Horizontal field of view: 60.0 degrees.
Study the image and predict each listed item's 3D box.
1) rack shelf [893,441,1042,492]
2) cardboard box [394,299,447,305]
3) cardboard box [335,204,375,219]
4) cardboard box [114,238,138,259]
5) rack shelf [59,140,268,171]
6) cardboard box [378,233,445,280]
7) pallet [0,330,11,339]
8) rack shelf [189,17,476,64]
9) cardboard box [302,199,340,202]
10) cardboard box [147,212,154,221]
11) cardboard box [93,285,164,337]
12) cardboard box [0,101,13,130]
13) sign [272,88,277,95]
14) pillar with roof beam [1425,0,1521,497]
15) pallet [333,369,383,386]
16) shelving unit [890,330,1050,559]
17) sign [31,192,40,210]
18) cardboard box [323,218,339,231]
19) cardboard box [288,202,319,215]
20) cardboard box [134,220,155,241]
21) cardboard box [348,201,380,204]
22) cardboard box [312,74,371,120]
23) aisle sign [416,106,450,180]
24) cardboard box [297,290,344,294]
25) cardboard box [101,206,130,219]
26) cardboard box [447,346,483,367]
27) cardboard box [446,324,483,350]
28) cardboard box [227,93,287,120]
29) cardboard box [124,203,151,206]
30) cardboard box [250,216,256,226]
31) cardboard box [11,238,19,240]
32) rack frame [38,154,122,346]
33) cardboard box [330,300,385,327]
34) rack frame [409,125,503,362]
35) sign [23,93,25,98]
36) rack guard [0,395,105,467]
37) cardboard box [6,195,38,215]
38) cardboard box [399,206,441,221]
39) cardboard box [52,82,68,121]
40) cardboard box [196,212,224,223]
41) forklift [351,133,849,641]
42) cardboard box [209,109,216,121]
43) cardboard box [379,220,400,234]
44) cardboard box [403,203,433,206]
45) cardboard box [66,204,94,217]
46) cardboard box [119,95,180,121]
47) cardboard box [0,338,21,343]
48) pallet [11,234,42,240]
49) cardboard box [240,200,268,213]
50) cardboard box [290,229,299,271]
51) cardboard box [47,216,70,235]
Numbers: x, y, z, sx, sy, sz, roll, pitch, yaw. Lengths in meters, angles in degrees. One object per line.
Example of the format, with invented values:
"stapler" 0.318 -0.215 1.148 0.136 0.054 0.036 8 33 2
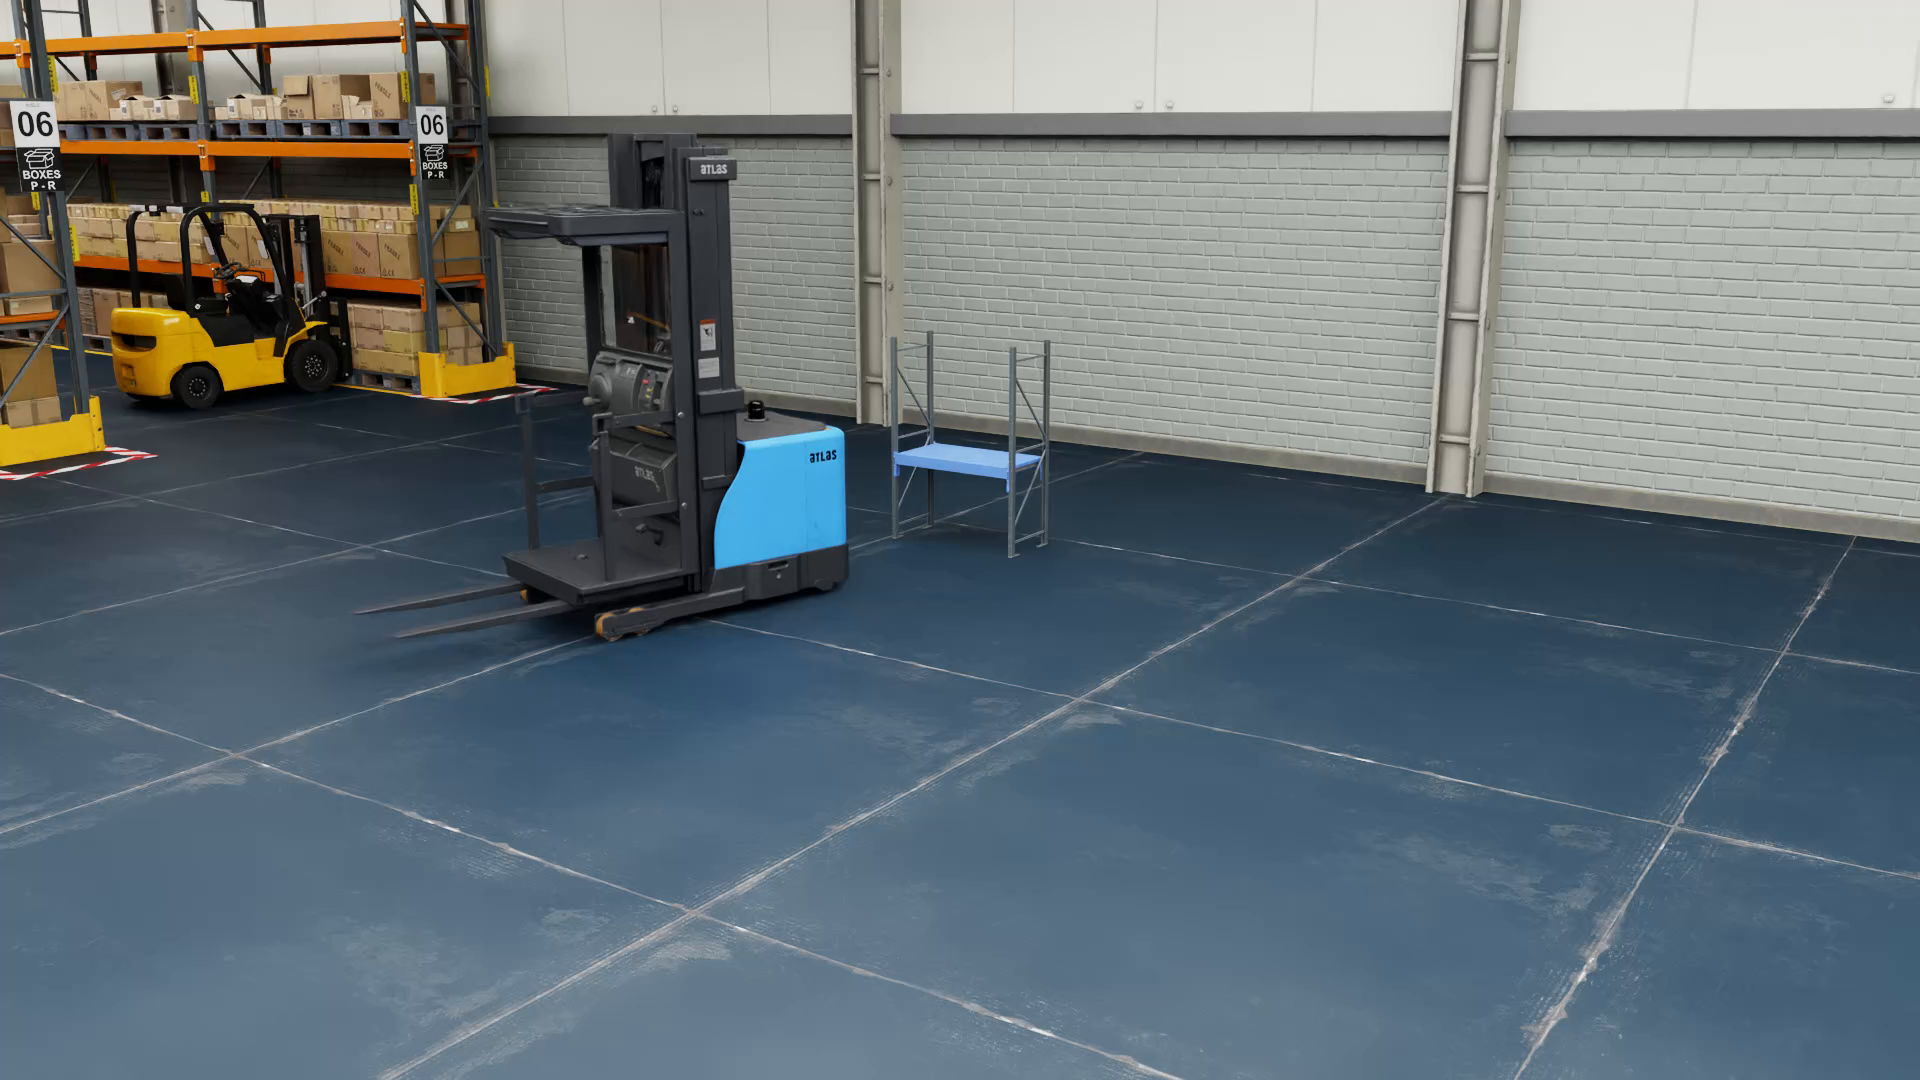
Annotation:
"rack shelf" 0.071 -0.542 12.140 1.000 0.185 0.538 9 17 33
"cardboard box" -6.437 -2.724 19.853 0.500 0.250 0.500 9 17 33
"cardboard box" -7.039 -3.833 19.386 0.250 0.149 0.380 10 17 34
"cardboard box" -10.858 -3.887 22.095 0.500 0.250 0.500 10 17 35
"rack shelf" -10.706 -5.113 21.989 4.000 0.370 1.077 9 17 33
"cardboard box" -6.282 -3.263 19.056 0.500 0.500 0.500 9 16 32
"pallet" -13.972 -3.192 24.778 1.213 0.211 1.003 9 17 33
"rack shelf" -7.387 -5.838 19.510 4.000 0.370 1.077 9 17 33
"cardboard box" -7.958 -4.167 20.737 0.250 0.149 0.380 9 16 32
"cardboard box" -10.326 -4.233 21.624 0.250 0.149 0.380 9 16 31
"cardboard box" -11.309 -3.153 22.885 0.625 0.625 0.875 10 17 35
"cardboard box" -8.763 -3.859 15.121 0.500 0.250 0.500 9 16 32
"sign" -8.738 -5.594 21.195 0.005 0.325 0.100 9 17 33
"pillar with roof beam" 1.753 -3.919 9.426 0.400 9.000 9.100 9 17 33
"pallet" -7.393 -2.106 20.390 1.213 0.211 1.003 9 17 33
"shelving unit" 0.071 -0.717 12.097 1.048 1.500 0.538 9 17 33
"sign" -12.660 -4.688 22.775 0.005 0.325 0.100 9 17 33
"cardboard box" -7.249 -3.722 19.560 0.250 0.149 0.380 9 17 33
"cardboard box" -7.834 -3.987 20.008 0.250 0.149 0.380 9 17 33
"cardboard box" -10.448 -4.060 21.752 0.500 0.250 0.500 10 17 34
"cardboard box" -7.154 -4.010 20.102 0.250 0.149 0.380 9 17 33
"cardboard box" -7.025 -5.126 19.257 0.500 0.500 0.700 9 17 33
"aisle sign" -5.837 -4.396 18.428 0.004 0.787 0.394 9 17 33
"cardboard box" -8.101 -3.000 20.966 0.500 0.250 0.500 9 16 32
"cardboard box" -11.189 -4.365 22.156 0.250 0.149 0.380 10 17 34
"cardboard box" -6.026 -2.175 19.716 0.500 0.250 0.500 9 17 33
"cardboard box" -6.002 -2.418 19.655 0.500 0.250 0.500 10 17 34
"cardboard box" -8.492 -5.243 20.120 0.500 0.311 0.500 10 17 34
"cardboard box" -11.280 -4.556 22.926 0.250 0.149 0.380 9 16 32
"cardboard box" -8.481 -3.942 20.447 0.250 0.149 0.380 9 17 33
"cardboard box" -9.164 -2.592 15.723 0.500 0.500 0.500 10 17 35
"rack frame" -12.365 -4.274 23.347 0.127 3.000 1.000 9 17 33
"cardboard box" -7.135 -2.688 19.708 0.500 0.250 0.500 9 17 34
"rack frame" -5.727 -3.201 19.013 0.127 3.000 1.000 9 17 33
"sign" -12.670 -5.873 22.488 0.005 0.325 0.100 9 17 33
"rack guard" -8.557 -1.008 15.354 0.348 0.500 1.175 9 17 33
"cardboard box" -13.823 -4.710 24.019 0.637 0.503 0.797 9 16 32
"cardboard box" -6.142 -3.715 18.911 0.250 0.149 0.380 9 17 33
"cardboard box" -11.900 -5.885 22.323 0.500 0.500 0.500 9 17 33
"cardboard box" -9.454 -4.103 21.096 0.250 0.149 0.380 10 17 35
"forklift" -2.187 -0.963 10.114 3.031 2.935 1.130 -11 18 -39
"cardboard box" -9.641 -5.477 21.405 0.250 0.149 0.380 9 17 33
"cardboard box" -6.400 -3.584 18.999 0.250 0.149 0.380 9 17 34
"cardboard box" -6.312 -3.871 19.542 0.250 0.149 0.380 10 17 34
"cardboard box" -12.043 -4.500 22.703 0.250 0.149 0.380 10 17 34
"cardboard box" -10.420 -5.554 21.379 0.500 0.311 0.500 9 16 31
"cardboard box" -9.466 -1.680 16.154 0.500 0.500 0.500 8 16 31
"pallet" -12.967 -4.258 23.680 1.003 0.211 1.213 9 17 33
"cardboard box" -8.670 -4.130 20.588 0.250 0.149 0.380 9 17 34
"cardboard box" -7.962 -3.540 20.175 0.500 0.500 0.500 9 17 32
"cardboard box" -12.148 -4.331 22.847 0.500 0.250 0.500 9 17 33
